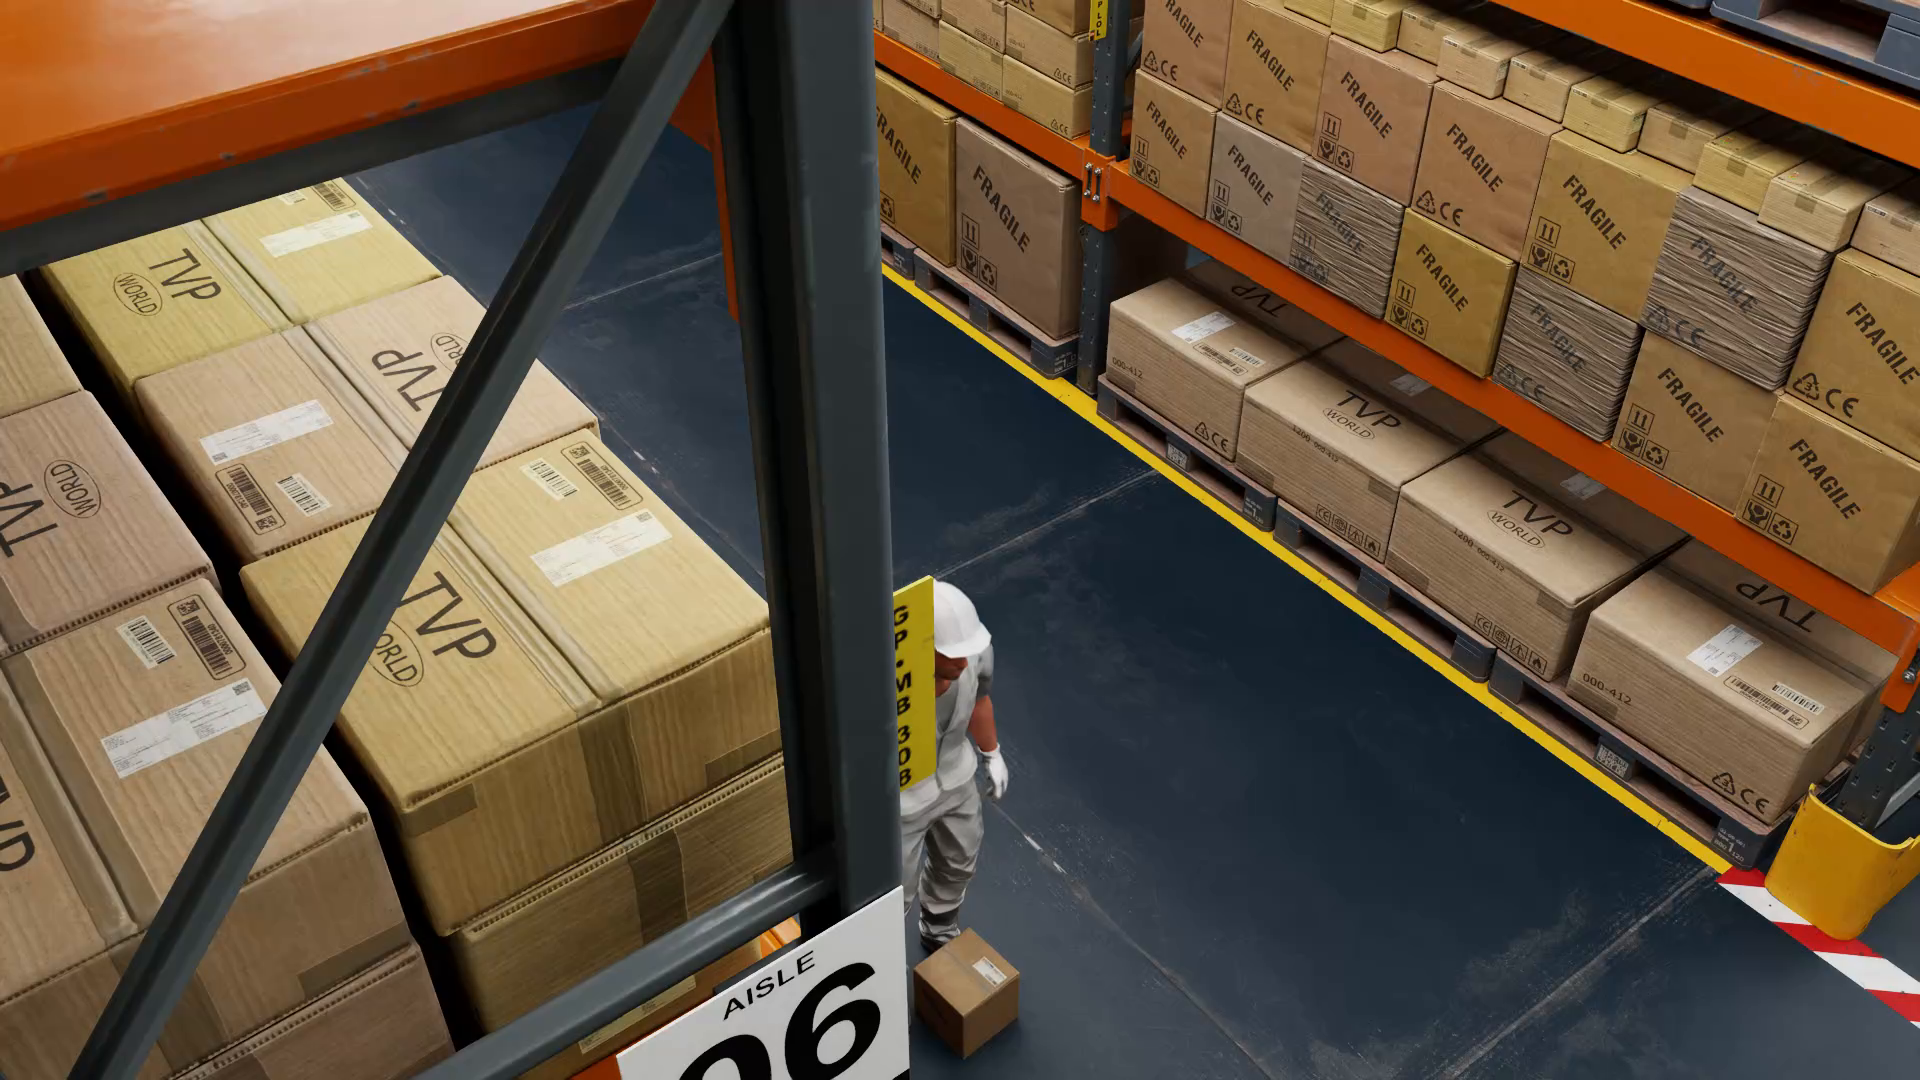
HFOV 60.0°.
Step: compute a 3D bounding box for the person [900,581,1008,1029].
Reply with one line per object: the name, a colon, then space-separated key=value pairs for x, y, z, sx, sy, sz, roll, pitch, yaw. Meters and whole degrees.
person: x=-0.107 y=0.802 z=5.186 sx=0.623 sy=1.780 sz=0.450 roll=-28 pitch=47 yaw=-29
